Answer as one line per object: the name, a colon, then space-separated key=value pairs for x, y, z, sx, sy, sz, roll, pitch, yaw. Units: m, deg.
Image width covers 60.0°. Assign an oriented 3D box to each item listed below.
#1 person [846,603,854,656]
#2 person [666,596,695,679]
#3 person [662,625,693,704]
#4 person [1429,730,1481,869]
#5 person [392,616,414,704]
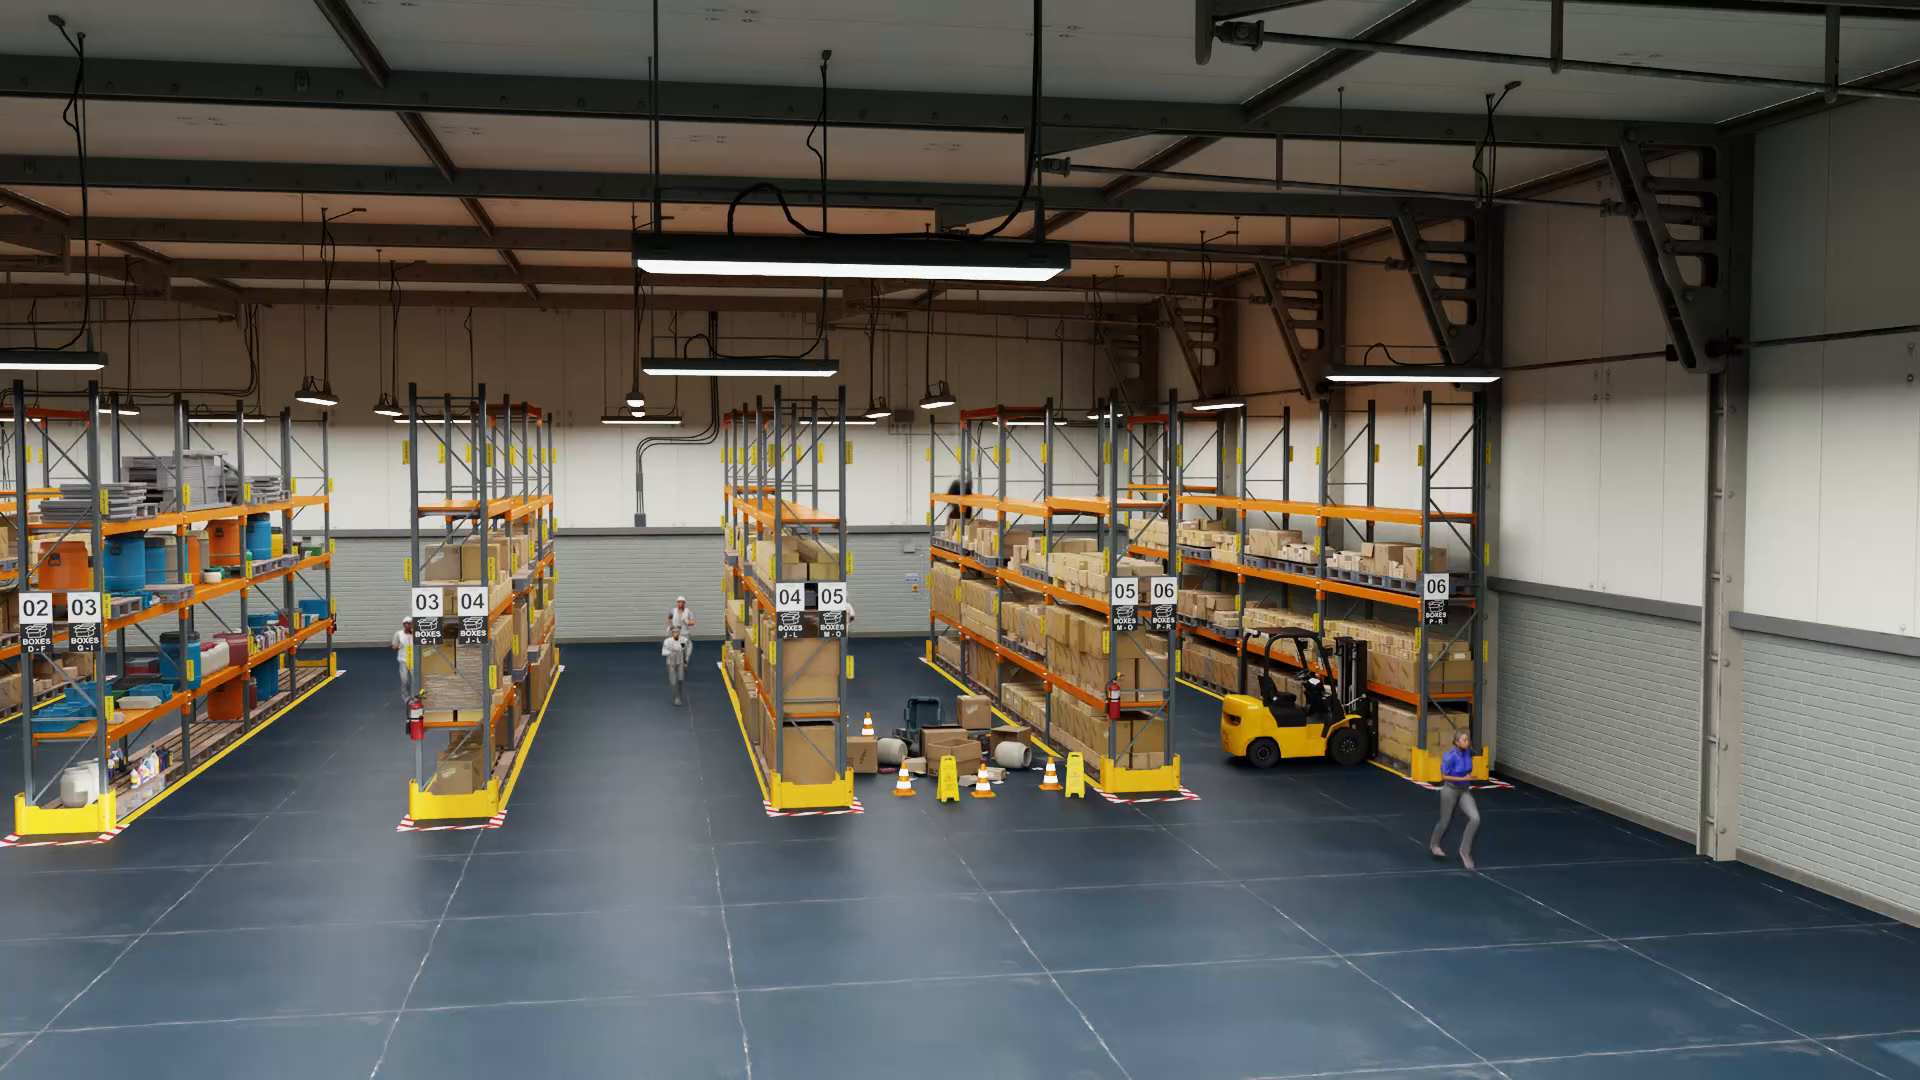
person: x=-2.693 y=2.011 z=36.908 sx=0.672 sy=1.831 sz=0.629 roll=-1 pitch=3 yaw=-13
person: x=-6.313 y=2.183 z=37.616 sx=0.653 sy=1.825 sz=0.882 roll=0 pitch=3 yaw=-9
person: x=-5.650 y=2.495 z=33.248 sx=0.602 sy=1.617 sz=0.715 roll=0 pitch=3 yaw=-9
person: x=6.066 y=3.159 z=20.378 sx=0.599 sy=1.672 sz=0.833 roll=-1 pitch=3 yaw=-26
person: x=-10.933 y=2.435 z=33.009 sx=0.654 sy=1.835 sz=0.735 roll=-1 pitch=3 yaw=-19
